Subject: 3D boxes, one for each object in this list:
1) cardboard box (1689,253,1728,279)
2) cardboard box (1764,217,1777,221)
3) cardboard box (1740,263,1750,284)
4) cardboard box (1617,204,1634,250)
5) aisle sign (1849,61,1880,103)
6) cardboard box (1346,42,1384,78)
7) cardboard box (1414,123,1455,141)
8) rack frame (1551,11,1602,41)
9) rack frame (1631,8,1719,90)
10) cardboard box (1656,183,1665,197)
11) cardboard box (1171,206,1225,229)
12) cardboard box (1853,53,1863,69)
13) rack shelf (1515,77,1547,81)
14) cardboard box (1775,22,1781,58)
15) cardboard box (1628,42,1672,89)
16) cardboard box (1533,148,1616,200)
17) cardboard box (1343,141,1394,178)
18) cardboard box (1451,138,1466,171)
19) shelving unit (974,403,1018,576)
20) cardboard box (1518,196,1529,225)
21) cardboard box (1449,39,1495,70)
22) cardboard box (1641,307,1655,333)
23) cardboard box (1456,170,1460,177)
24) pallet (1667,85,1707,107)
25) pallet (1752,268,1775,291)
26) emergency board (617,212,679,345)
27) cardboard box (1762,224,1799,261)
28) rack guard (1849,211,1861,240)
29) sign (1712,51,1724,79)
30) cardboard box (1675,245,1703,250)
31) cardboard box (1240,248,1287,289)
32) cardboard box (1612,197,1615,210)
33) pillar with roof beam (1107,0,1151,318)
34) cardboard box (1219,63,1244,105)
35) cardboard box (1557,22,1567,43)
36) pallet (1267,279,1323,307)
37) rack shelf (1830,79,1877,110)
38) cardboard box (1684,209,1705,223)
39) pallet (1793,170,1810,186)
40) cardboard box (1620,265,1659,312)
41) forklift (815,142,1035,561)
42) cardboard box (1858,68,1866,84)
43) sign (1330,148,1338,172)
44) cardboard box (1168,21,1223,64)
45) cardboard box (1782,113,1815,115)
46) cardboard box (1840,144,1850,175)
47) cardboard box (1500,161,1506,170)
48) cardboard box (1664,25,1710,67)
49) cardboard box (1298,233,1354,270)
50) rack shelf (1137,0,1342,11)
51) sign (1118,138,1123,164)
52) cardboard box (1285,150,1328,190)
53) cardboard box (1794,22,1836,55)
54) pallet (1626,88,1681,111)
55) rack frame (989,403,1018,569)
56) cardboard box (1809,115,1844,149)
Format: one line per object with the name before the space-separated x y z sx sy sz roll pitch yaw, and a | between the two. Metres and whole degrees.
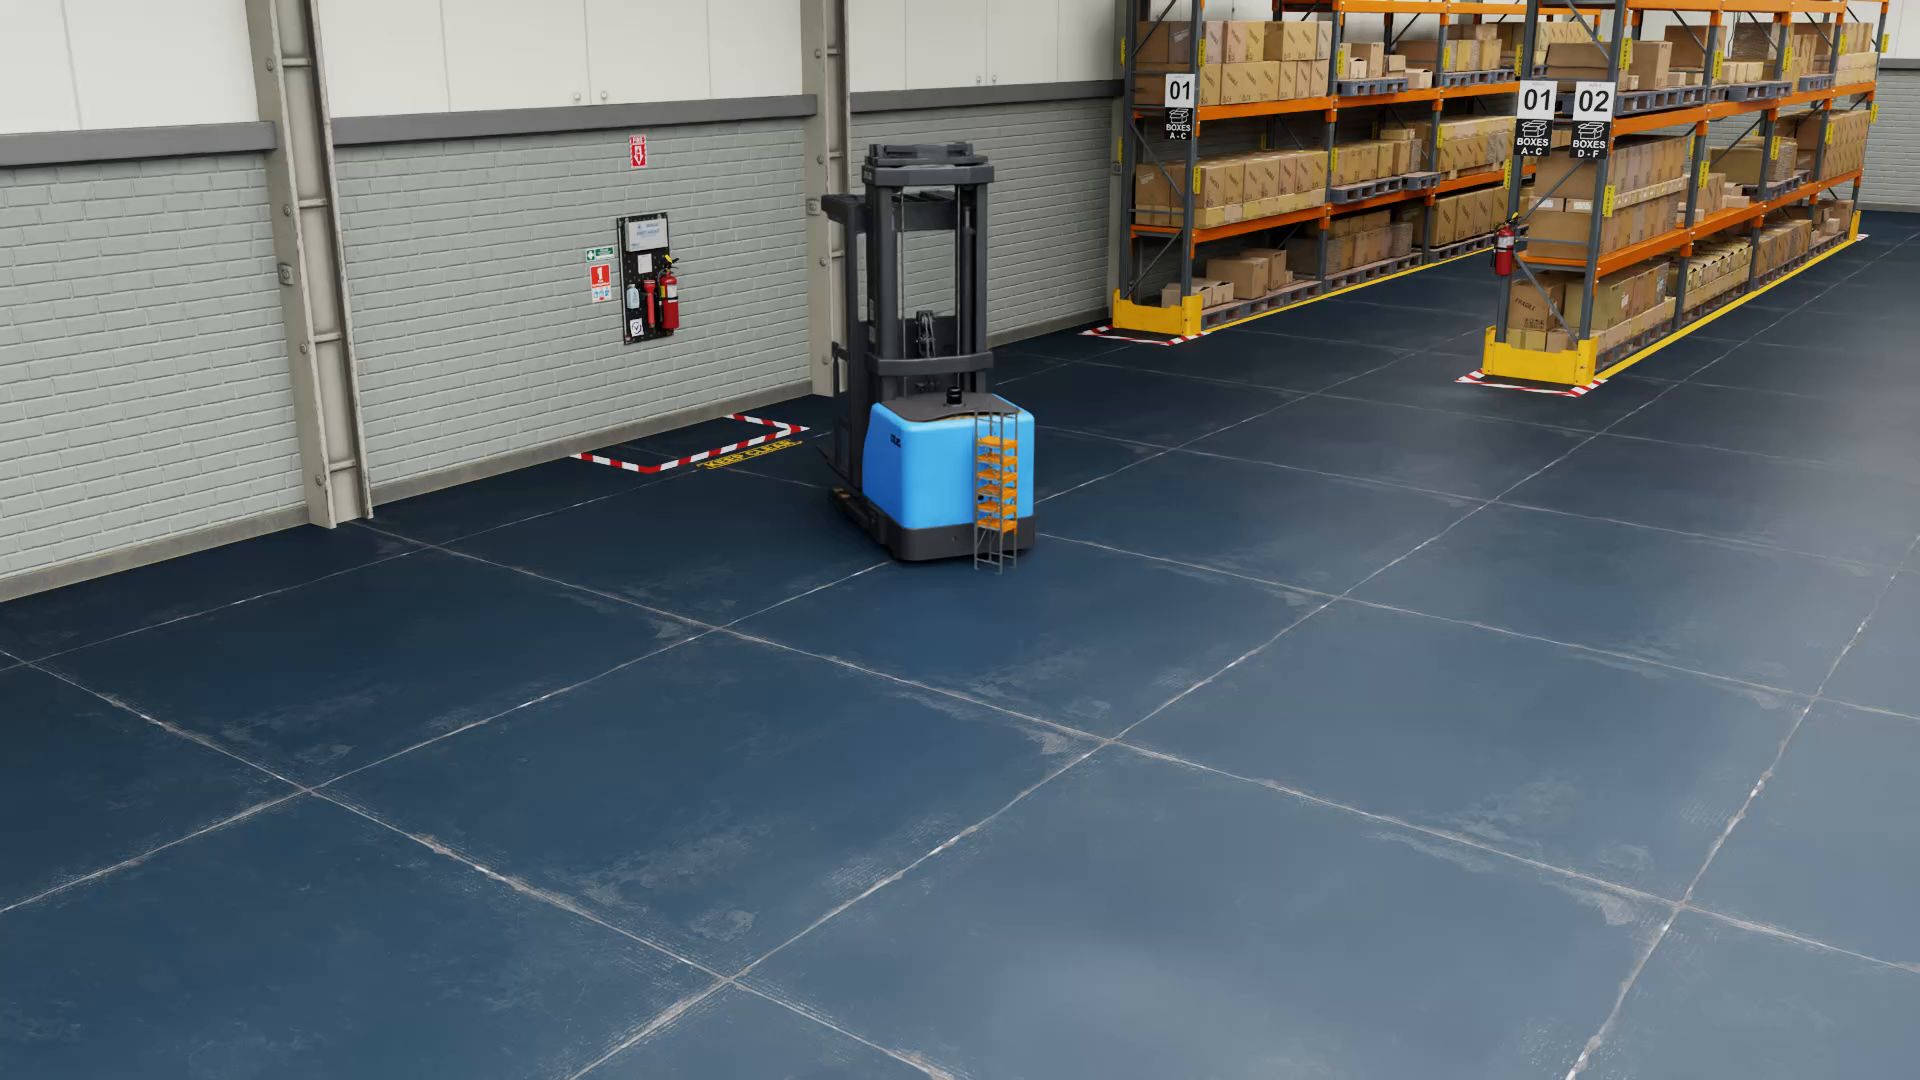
cardboard box | 10.214 -3.788 22.867 0.500 0.311 0.500 13 22 36
cardboard box | 13.136 -5.062 27.459 0.500 0.500 0.500 11 21 32
cardboard box | 11.119 -3.884 24.121 0.500 0.250 0.500 13 21 36
cardboard box | 7.367 -3.659 19.301 0.700 0.500 0.500 13 21 35
aisle sign | 16.290 -8.274 29.946 0.394 0.787 0.004 12 21 35
cardboard box | 5.997 -7.177 24.863 0.500 0.500 0.500 12 21 33
cardboard box | 7.750 -6.666 27.184 0.500 0.250 0.500 13 22 36
rack frame | 12.022 -10.810 32.380 1.000 3.000 0.127 12 21 35
rack frame | 8.853 -7.077 20.360 1.000 3.000 0.127 12 21 35
cardboard box | 8.255 -4.225 20.029 0.380 0.149 0.250 12 21 34
cardboard box | 3.035 -4.132 21.210 0.500 0.250 0.500 12 21 33
cardboard box | 15.010 -8.145 28.265 0.500 0.250 0.500 12 21 35
rack shelf | 10.831 -8.557 31.397 1.077 0.370 4.000 12 21 35
cardboard box | 11.805 -7.347 24.432 0.500 0.500 0.500 12 21 35
cardboard box | 7.679 -5.354 18.757 0.500 0.500 0.500 12 21 35
cardboard box | 6.789 -4.048 18.366 0.700 0.500 0.500 13 21 35
cardboard box | 6.259 -5.883 25.719 0.700 0.500 0.500 12 21 35
cardboard box | 8.070 -6.432 27.695 0.500 0.500 0.500 13 22 36
shelving unit | 0.256 -0.361 11.884 0.258 1.200 0.189 12 21 34
cardboard box | 10.167 -6.159 31.025 0.700 0.500 0.500 13 21 35
cardboard box | 8.747 -8.348 28.600 0.700 0.500 0.500 12 21 34
cardboard box | 8.160 -2.711 20.345 0.500 0.250 0.500 12 21 35
cardboard box | 8.220 -6.218 28.099 0.380 0.149 0.250 13 21 36
pallet | 8.365 -5.395 20.149 1.003 0.211 1.213 12 21 35
pallet | 11.711 -4.004 25.282 1.003 0.211 1.213 12 21 35
emergency board | -2.867 -2.442 15.551 0.194 1.169 0.643 12 21 35
cardboard box | 12.955 -4.730 26.391 0.500 0.500 0.500 13 21 35
rack guard | 15.958 -5.858 30.766 1.175 0.500 0.348 12 21 35
sign | 9.299 -5.832 20.402 0.100 0.325 0.005 12 21 35
cardboard box | 10.382 -4.121 23.938 0.500 0.311 0.500 12 21 33
cardboard box | 4.286 -3.849 23.552 0.500 0.500 0.500 11 20 31
cardboard box | 7.031 -3.736 18.453 0.380 0.149 0.250 12 21 33
pillar with roof beam | 5.669 -6.558 18.687 9.100 9.000 0.400 12 21 35
cardboard box | 3.238 -5.781 21.041 0.500 0.500 0.500 14 22 38
cardboard box | 10.880 -9.322 30.757 0.500 0.500 0.500 13 21 35
pallet | 4.500 -3.589 23.944 1.003 0.211 1.213 12 21 35
rack shelf | 14.811 -7.683 28.581 1.077 0.370 4.000 12 21 35
cardboard box | 9.545 -4.267 21.850 0.380 0.149 0.250 12 21 35
pallet | 13.056 -5.855 26.863 1.003 0.211 1.213 12 21 35
cardboard box | 8.150 -3.072 20.241 0.500 0.500 0.500 12 21 35
forklift | -0.433 -1.646 13.101 1.130 2.935 3.031 -6 18 -20
cardboard box | 15.314 -8.024 28.719 0.500 0.250 0.500 12 21 35
sign | 5.313 -5.406 23.634 0.100 0.325 0.005 12 21 35
cardboard box | 2.913 -6.150 20.544 0.500 0.500 0.500 11 20 31
cardboard box | 14.316 -7.051 28.538 0.500 0.500 0.500 13 21 35
cardboard box | 15.046 -6.601 28.774 0.500 0.500 0.500 12 21 34
cardboard box | 9.533 -6.687 29.608 0.380 0.149 0.250 13 21 36
cardboard box | 9.252 -6.272 21.104 0.500 0.500 0.500 13 21 35
cardboard box | 5.565 -4.413 25.370 0.700 0.500 0.500 12 21 34
rack shelf | 3.681 -7.130 21.749 1.077 0.370 4.000 12 21 35
sign | 2.055 -4.941 21.110 0.100 0.325 0.005 12 21 35
cardboard box | 4.839 -5.215 23.435 0.500 0.500 0.500 12 21 35
cardboard box | 13.879 -8.198 27.172 0.700 0.500 0.500 12 21 35
pallet | 7.638 -5.105 19.217 1.003 0.211 1.213 12 21 35
rack frame | 0.310 -0.383 11.955 0.240 1.200 0.006 12 21 34
cardboard box | 14.433 -6.828 27.820 0.500 0.500 0.500 12 21 33
